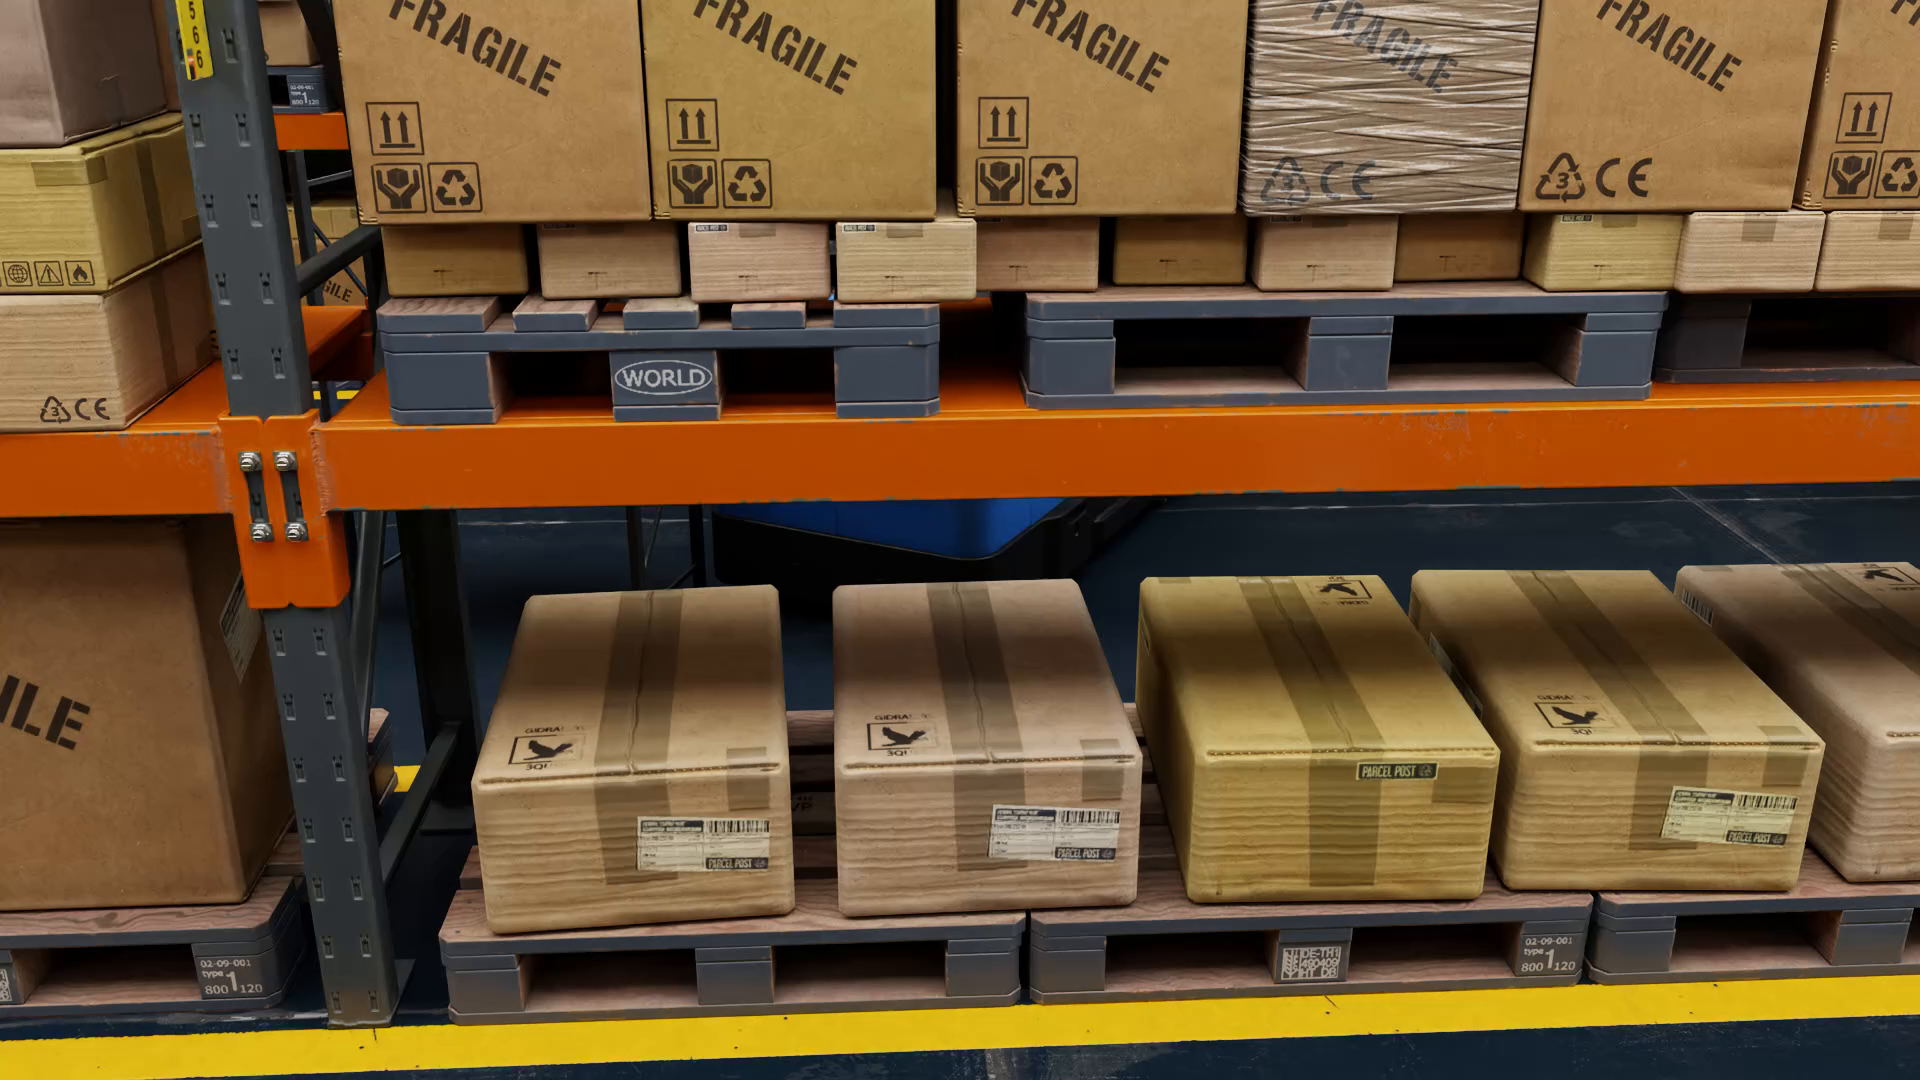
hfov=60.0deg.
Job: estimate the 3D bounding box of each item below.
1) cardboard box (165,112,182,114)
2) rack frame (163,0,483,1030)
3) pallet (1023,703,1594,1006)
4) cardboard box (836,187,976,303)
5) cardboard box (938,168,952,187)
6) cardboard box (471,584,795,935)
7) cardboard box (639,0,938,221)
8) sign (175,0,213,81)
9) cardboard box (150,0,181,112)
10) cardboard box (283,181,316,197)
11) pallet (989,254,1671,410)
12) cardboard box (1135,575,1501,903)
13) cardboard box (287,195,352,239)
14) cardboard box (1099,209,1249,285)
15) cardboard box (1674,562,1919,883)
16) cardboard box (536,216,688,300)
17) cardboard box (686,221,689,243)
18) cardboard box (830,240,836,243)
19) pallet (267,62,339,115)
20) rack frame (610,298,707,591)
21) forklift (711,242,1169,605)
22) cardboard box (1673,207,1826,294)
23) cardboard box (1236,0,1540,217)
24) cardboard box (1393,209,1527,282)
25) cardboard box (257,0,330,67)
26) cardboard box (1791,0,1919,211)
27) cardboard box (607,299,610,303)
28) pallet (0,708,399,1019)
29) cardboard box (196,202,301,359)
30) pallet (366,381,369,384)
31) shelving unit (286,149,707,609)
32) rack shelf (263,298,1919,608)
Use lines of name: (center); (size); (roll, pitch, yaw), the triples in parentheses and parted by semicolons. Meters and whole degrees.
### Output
cardboard box: (-1.796, -0.805, 3.527); (0.500, 0.250, 0.500); (-1, 21, -3)
rack frame: (-1.276, -0.564, 3.385); (0.127, 3.000, 1.000); (-1, 21, -3)
pallet: (0.719, 0.701, 3.984); (1.213, 0.211, 1.003); (-1, 21, -3)
cardboard box: (-0.105, -0.564, 3.150); (0.250, 0.149, 0.380); (-1, 21, -3)
cardboard box: (0.076, -0.798, 3.763); (0.250, 0.149, 0.380); (-1, 21, -2)
cardboard box: (-0.711, 0.460, 3.799); (0.625, 0.372, 0.950); (-3, 21, -7)
cardboard box: (-0.294, -0.886, 3.083); (0.500, 0.500, 0.500); (0, 21, 0)
sign: (-1.241, -0.908, 2.662); (0.005, 0.325, 0.100); (-1, 21, -3)
cardboard box: (-1.782, -1.154, 3.392); (0.500, 0.500, 0.500); (-2, 21, -5)
cardboard box: (-3.389, -1.713, 8.415); (0.250, 0.149, 0.380); (-1, 21, -3)
pallet: (0.698, -0.529, 3.563); (1.213, 0.211, 1.003); (-1, 21, -3)
cardboard box: (0.782, 0.429, 3.881); (0.625, 0.372, 0.950); (0, 21, -1)
cardboard box: (-3.093, -1.557, 8.007); (0.250, 0.149, 0.380); (-1, 21, -4)
cardboard box: (0.411, -0.616, 3.287); (0.250, 0.149, 0.380); (0, 21, -1)
cardboard box: (2.194, 0.399, 3.961); (0.625, 0.372, 0.950); (-1, 21, -2)
cardboard box: (-0.657, -0.577, 3.183); (0.250, 0.149, 0.380); (-2, 21, -6)
cardboard box: (-0.699, -0.764, 3.674); (0.250, 0.149, 0.380); (-1, 21, -2)
cardboard box: (-0.940, -1.421, 8.385); (0.625, 0.625, 0.875); (-1, 21, -1)
pallet: (-3.504, -2.196, 7.943); (1.213, 0.211, 1.003); (-1, 21, -3)
rack frame: (-0.941, -0.446, 5.183); (0.032, 1.500, 0.500); (5, 21, 14)
forklift: (0.281, -1.571, 6.127); (1.130, 2.935, 3.031); (10, 23, 25)
cardboard box: (1.446, -0.592, 3.222); (0.250, 0.149, 0.380); (-1, 21, -3)
cardboard box: (0.736, -0.906, 3.136); (0.500, 0.500, 0.500); (-2, 21, -5)
cardboard box: (0.931, -0.631, 3.325); (0.250, 0.149, 0.380); (-2, 21, -5)
cardboard box: (-3.182, -2.472, 7.664); (0.637, 0.503, 0.797); (-2, 21, -4)
cardboard box: (1.774, -0.925, 3.187); (0.500, 0.500, 0.500); (-1, 21, -3)
cardboard box: (-1.973, -1.270, 8.163); (0.500, 0.500, 0.500); (-1, 21, -1)
pallet: (-2.067, 0.729, 3.910); (1.213, 0.211, 1.003); (-1, 21, -3)
cardboard box: (-1.779, -0.573, 3.621); (0.500, 0.250, 0.500); (-2, 21, -4)
pallet: (-2.311, -1.022, 8.508); (1.213, 0.211, 1.003); (-1, 21, -3)
shelving unit: (-1.433, -0.491, 5.304); (1.048, 1.500, 0.538); (5, 21, 14)
rack shelf: (0.721, -0.268, 3.620); (4.000, 0.370, 1.077); (-1, 21, -3)
